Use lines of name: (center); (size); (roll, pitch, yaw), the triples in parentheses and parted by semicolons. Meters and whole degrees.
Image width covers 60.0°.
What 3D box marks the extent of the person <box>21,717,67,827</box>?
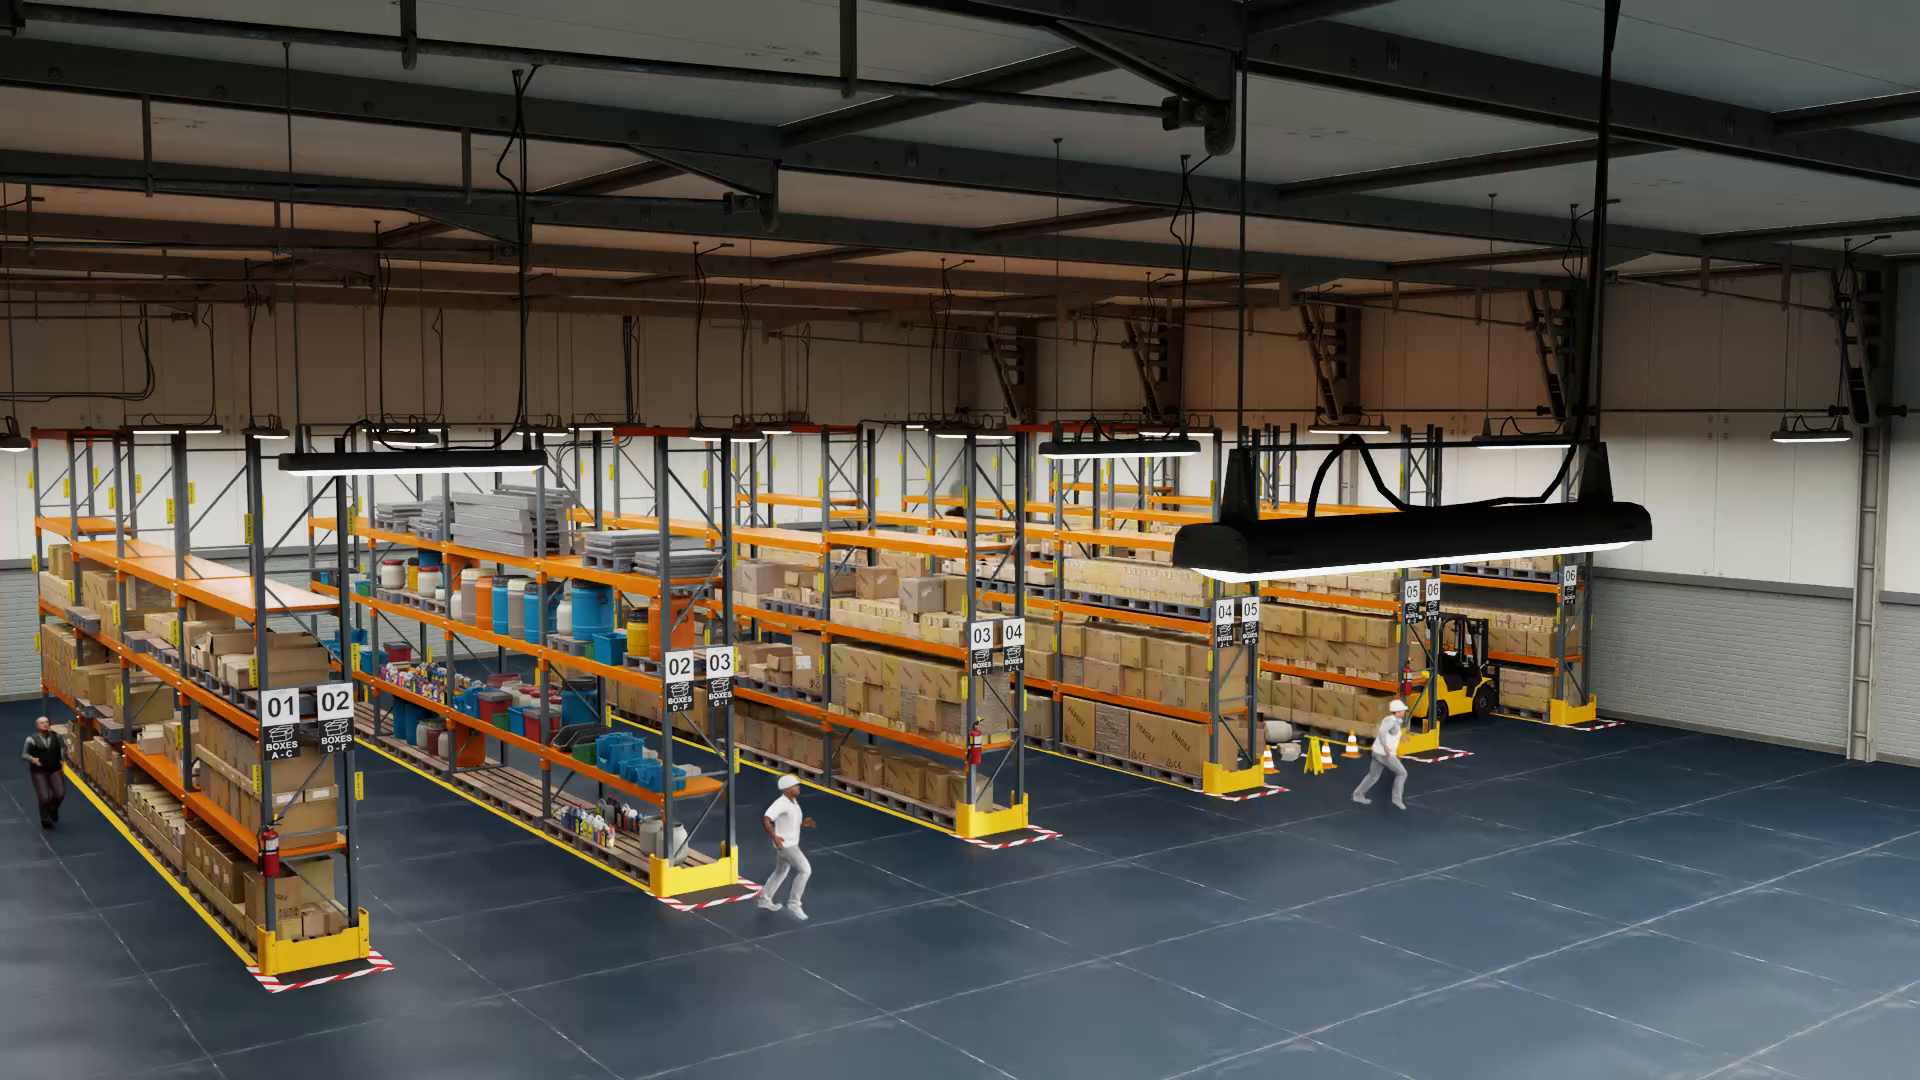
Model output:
person: (-13.798, 3.512, 25.150); (0.651, 1.675, 0.586); (-4, 6, -41)

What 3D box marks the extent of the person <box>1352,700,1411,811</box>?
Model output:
person: (6.707, 3.412, 26.362); (0.913, 1.771, 0.677); (0, 4, 5)

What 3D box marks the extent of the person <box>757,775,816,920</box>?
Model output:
person: (-2.172, 3.824, 20.764); (0.745, 1.809, 0.691); (0, 4, 0)
